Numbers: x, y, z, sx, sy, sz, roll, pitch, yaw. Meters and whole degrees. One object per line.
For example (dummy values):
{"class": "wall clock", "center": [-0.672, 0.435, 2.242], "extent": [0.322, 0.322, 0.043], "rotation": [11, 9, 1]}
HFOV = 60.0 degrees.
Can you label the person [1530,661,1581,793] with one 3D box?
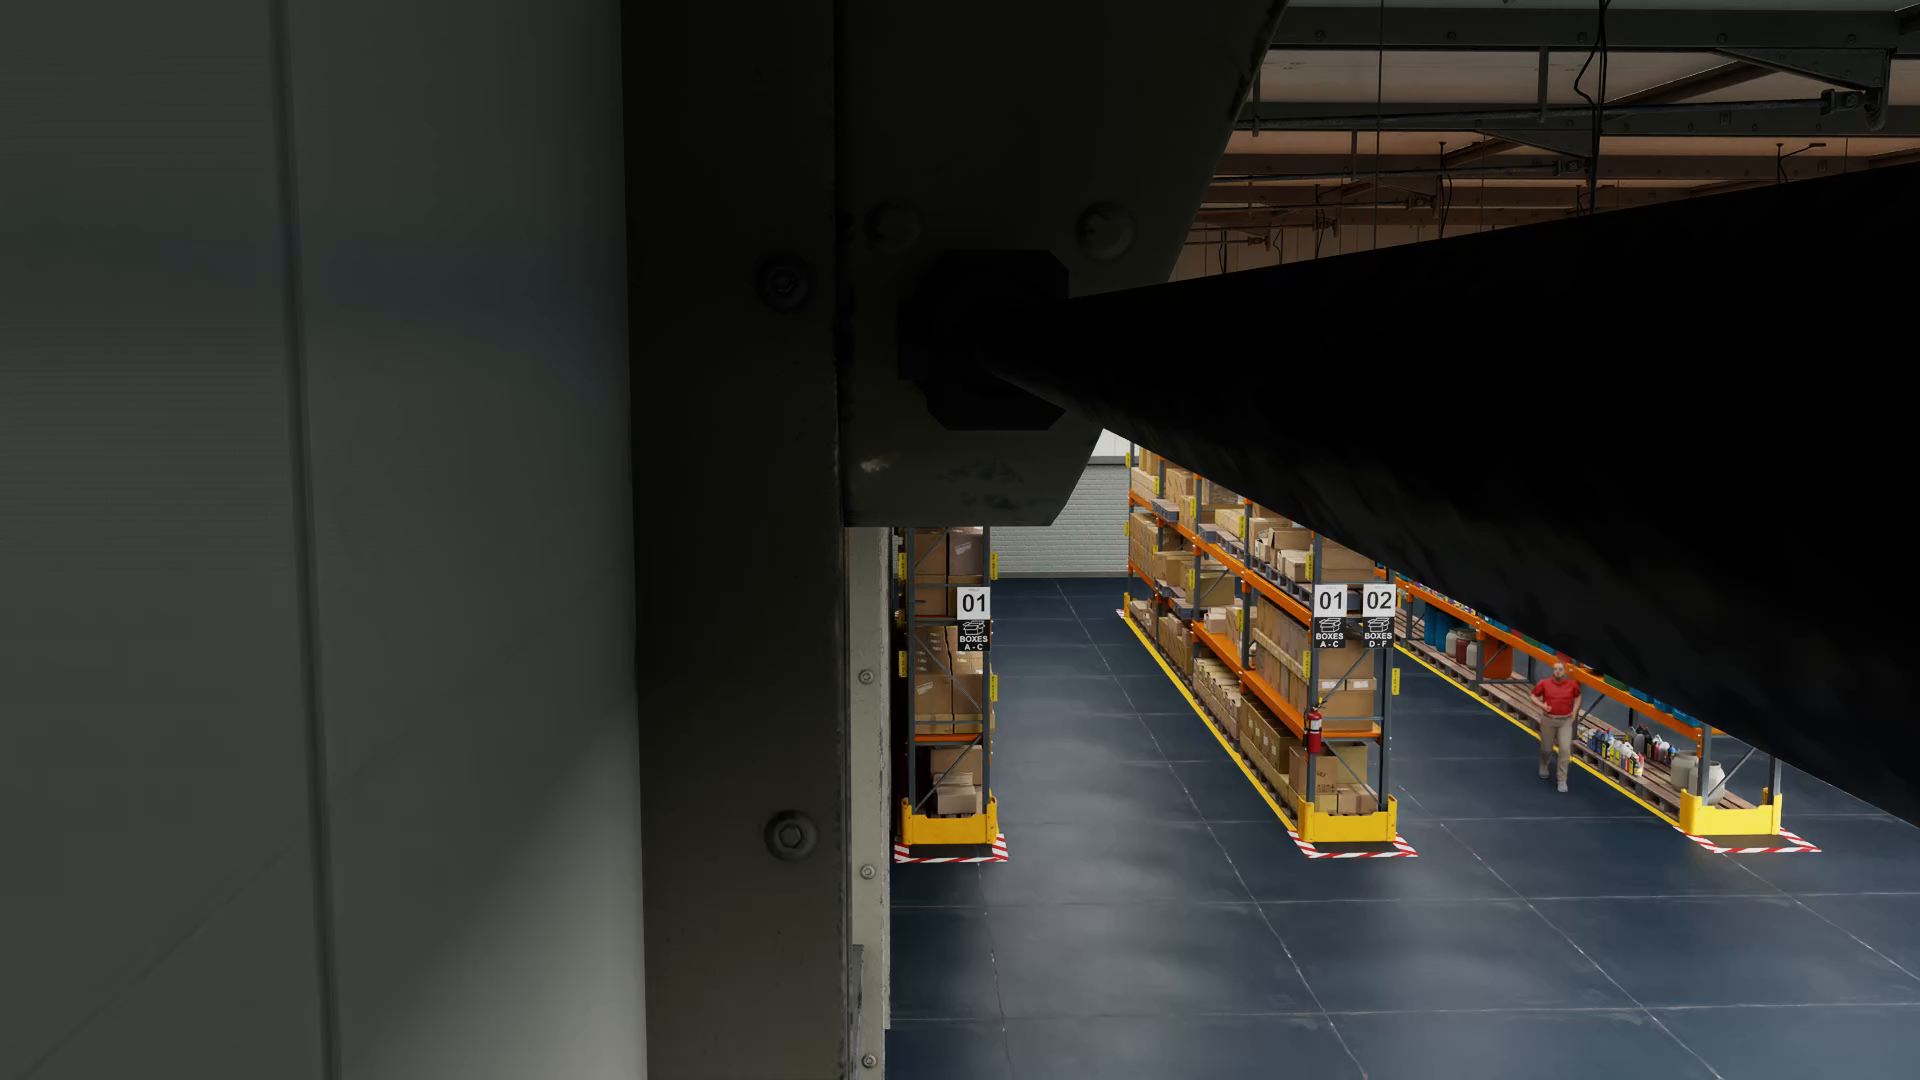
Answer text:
{"class": "person", "center": [8.229, 2.540, 22.991], "extent": [0.682, 1.728, 0.858], "rotation": [2, 8, 15]}
